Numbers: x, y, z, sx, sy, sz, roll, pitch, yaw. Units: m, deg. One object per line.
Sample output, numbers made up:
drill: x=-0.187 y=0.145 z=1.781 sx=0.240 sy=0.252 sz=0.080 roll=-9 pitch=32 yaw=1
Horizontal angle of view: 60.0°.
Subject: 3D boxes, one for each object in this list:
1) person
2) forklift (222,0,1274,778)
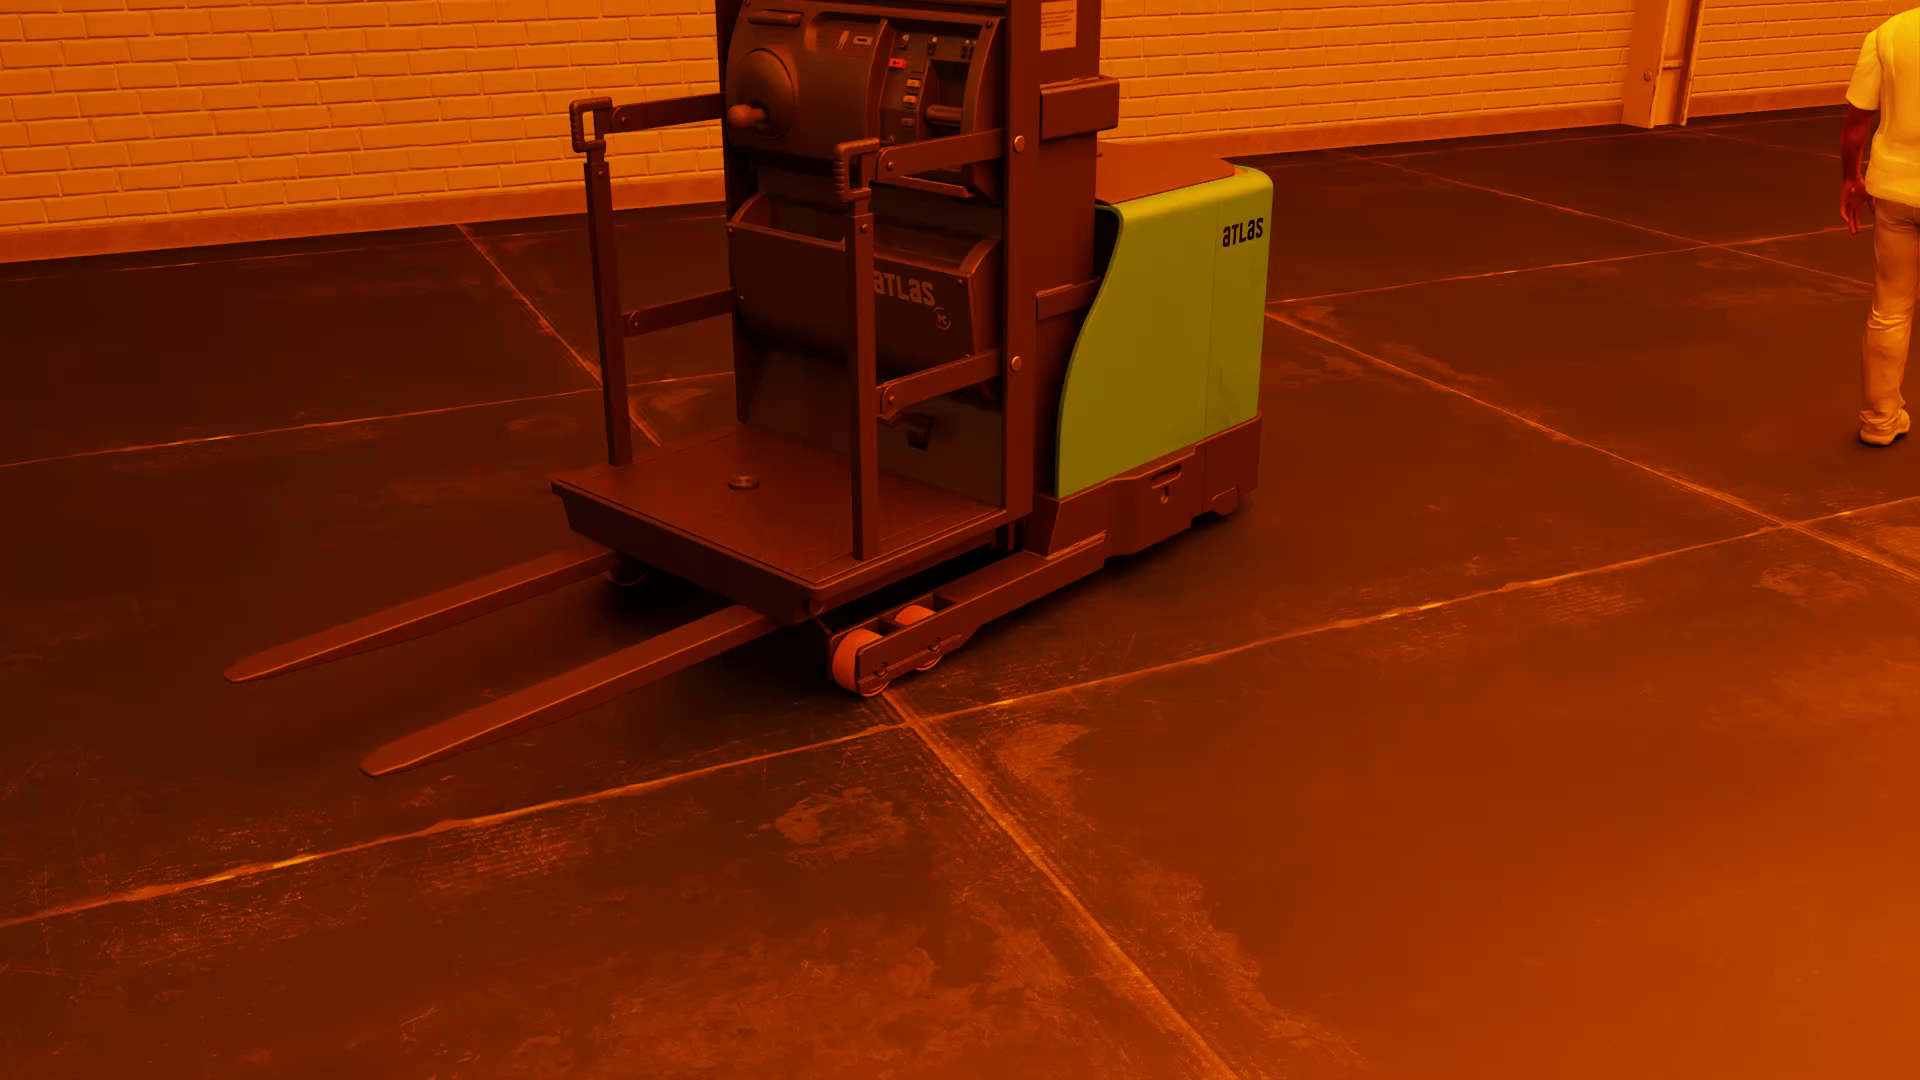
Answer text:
person: x=3.342 y=-1.182 z=5.631 sx=0.577 sy=1.765 sz=0.666 roll=-16 pitch=27 yaw=-33
forklift: x=-0.413 y=-1.182 z=4.131 sx=1.130 sy=2.935 sz=3.031 roll=19 pitch=29 yaw=39
